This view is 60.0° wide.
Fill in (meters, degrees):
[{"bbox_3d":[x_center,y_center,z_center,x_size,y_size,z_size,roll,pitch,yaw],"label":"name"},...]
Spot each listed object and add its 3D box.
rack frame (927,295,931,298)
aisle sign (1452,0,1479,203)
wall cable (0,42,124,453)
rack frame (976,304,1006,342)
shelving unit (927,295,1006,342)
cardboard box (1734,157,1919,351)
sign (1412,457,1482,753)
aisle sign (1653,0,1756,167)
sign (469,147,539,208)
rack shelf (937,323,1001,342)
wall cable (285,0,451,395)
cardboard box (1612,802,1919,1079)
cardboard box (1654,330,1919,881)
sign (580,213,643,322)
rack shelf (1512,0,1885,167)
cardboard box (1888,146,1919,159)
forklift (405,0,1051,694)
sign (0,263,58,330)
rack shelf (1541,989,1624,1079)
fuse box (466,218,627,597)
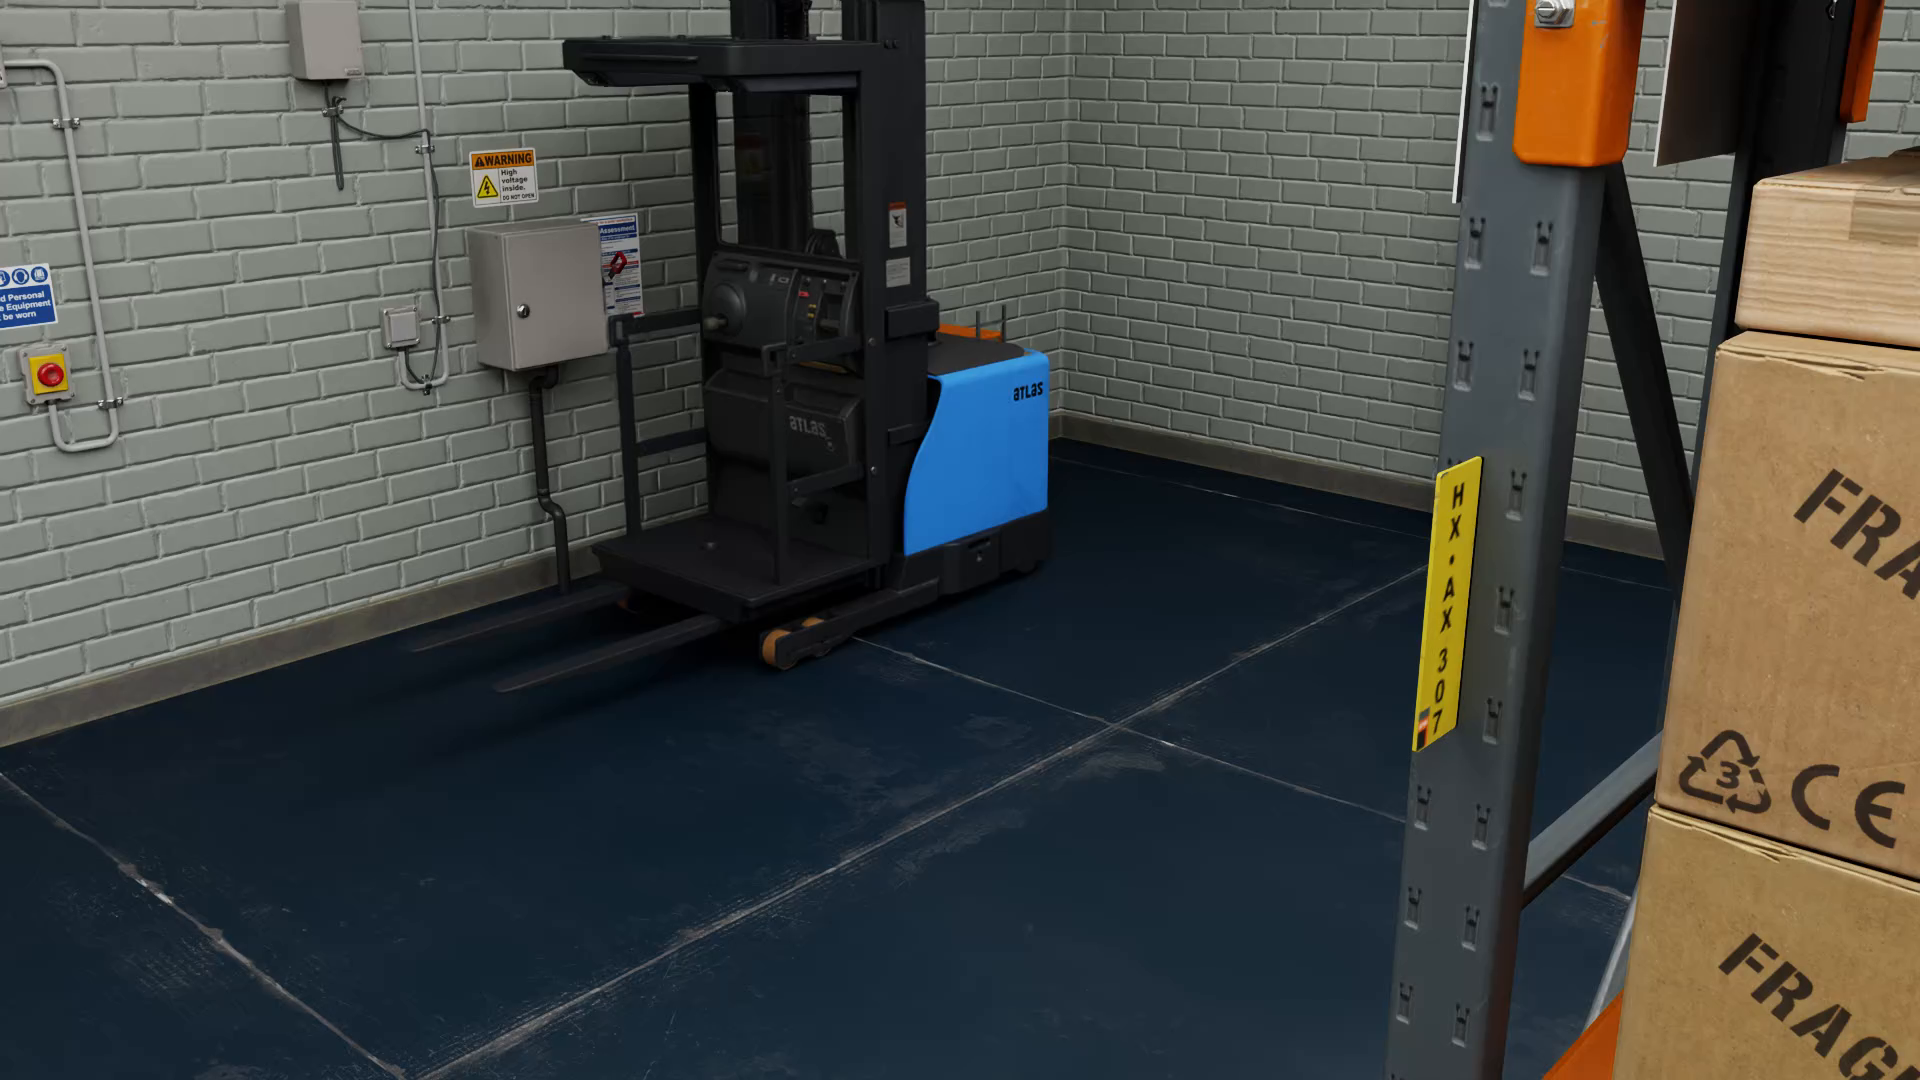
[{"bbox_3d":[-0.232,-0.680,8.770,0.015,1.200,0.240,13,22,35],"label":"rack frame"},{"bbox_3d":[0.671,-0.788,1.839,0.004,0.787,0.394,15,23,39],"label":"aisle sign"},{"bbox_3d":[-3.316,-1.226,5.786,0.123,1.953,0.585,15,23,39],"label":"wall cable"},{"bbox_3d":[0.155,-0.590,8.487,0.015,1.200,0.240,13,22,35],"label":"rack frame"},{"bbox_3d":[-0.038,-0.635,8.628,0.503,1.200,0.258,13,22,35],"label":"shelving unit"},{"bbox_3d":[0.999,-0.300,1.707,0.250,0.149,0.380,16,23,40],"label":"cardboard box"},{"bbox_3d":[0.544,0.074,1.859,0.005,0.325,0.100,15,23,39],"label":"sign"},{"bbox_3d":[1.069,-0.924,2.267,0.004,0.787,0.394,15,23,39],"label":"aisle sign"},{"bbox_3d":[-2.004,-1.596,7.316,0.001,0.242,0.339,15,23,39],"label":"sign"},{"bbox_3d":[-0.038,-1.009,8.509,0.480,0.148,0.258,13,22,35],"label":"rack shelf"},{"bbox_3d":[-2.383,-1.535,6.809,0.122,1.984,0.588,15,23,39],"label":"wall cable"},{"bbox_3d":[1.085,0.513,1.870,0.500,0.500,0.500,15,23,39],"label":"cardboard box"},{"bbox_3d":[1.087,0.036,1.721,0.500,0.500,0.500,14,23,38],"label":"cardboard box"},{"bbox_3d":[-1.639,-1.281,7.847,0.001,0.494,0.329,15,23,39],"label":"sign"},{"bbox_3d":[2.413,-0.286,0.784,4.000,0.370,1.077,15,23,39],"label":"rack shelf"},{"bbox_3d":[1.318,-0.407,2.045,0.250,0.149,0.380,15,23,40],"label":"cardboard box"},{"bbox_3d":[-0.921,-1.031,7.016,1.130,2.935,3.031,15,23,40],"label":"forklift"},{"bbox_3d":[-3.394,-0.857,5.908,0.001,0.218,0.327,15,23,39],"label":"sign"},{"bbox_3d":[2.413,1.144,1.237,4.000,0.370,1.077,15,23,39],"label":"rack shelf"},{"bbox_3d":[-1.812,-0.559,7.545,0.414,1.711,0.539,15,23,39],"label":"fuse box"}]
